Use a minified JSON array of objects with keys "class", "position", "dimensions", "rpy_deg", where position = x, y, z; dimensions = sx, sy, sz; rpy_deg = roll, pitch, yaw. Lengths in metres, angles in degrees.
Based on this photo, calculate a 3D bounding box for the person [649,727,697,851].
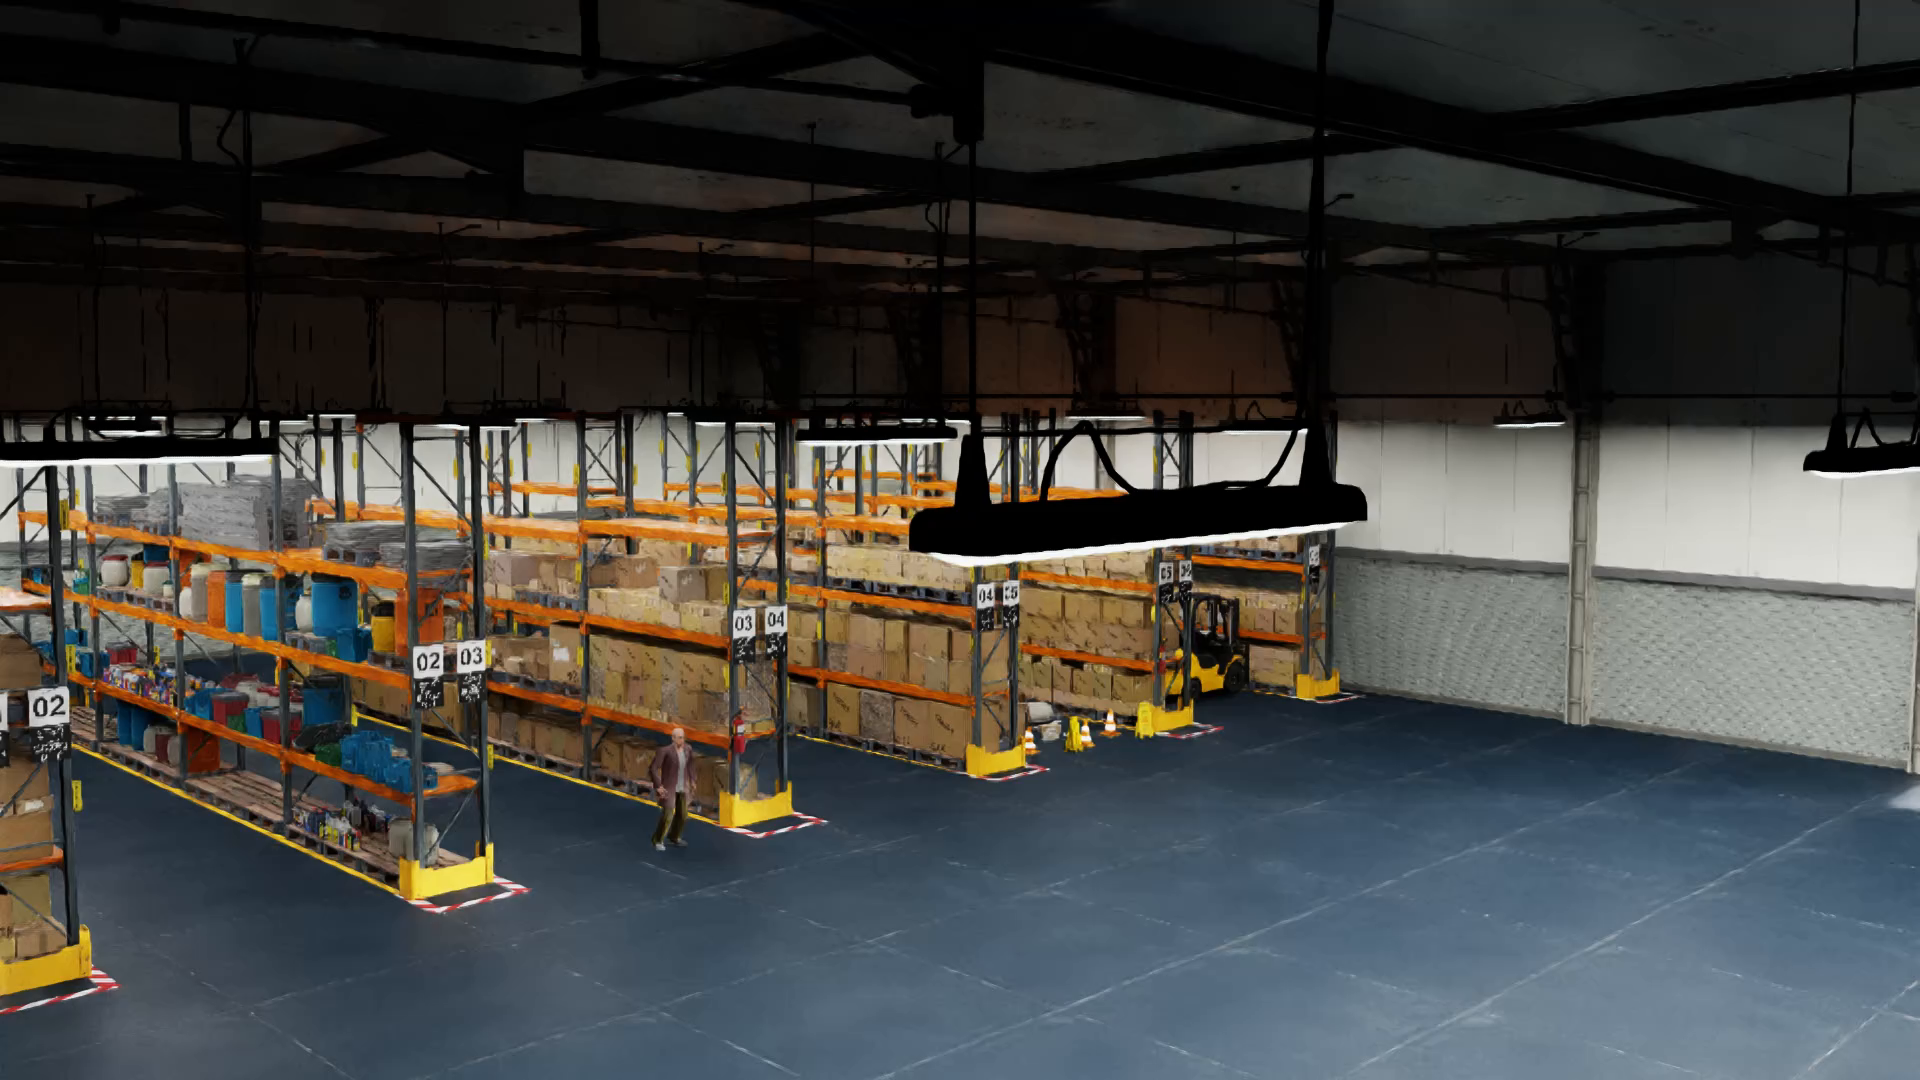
[{"class":"person","position":[-4.015,3.456,23.215],"dimensions":[0.546,1.733,0.729],"rpy_deg":[5,7,45]}]

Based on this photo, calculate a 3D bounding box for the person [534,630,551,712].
[{"class":"person","position":[-8.366,2.625,33.114],"dimensions":[1.029,1.673,0.555],"rpy_deg":[5,7,44]}]
